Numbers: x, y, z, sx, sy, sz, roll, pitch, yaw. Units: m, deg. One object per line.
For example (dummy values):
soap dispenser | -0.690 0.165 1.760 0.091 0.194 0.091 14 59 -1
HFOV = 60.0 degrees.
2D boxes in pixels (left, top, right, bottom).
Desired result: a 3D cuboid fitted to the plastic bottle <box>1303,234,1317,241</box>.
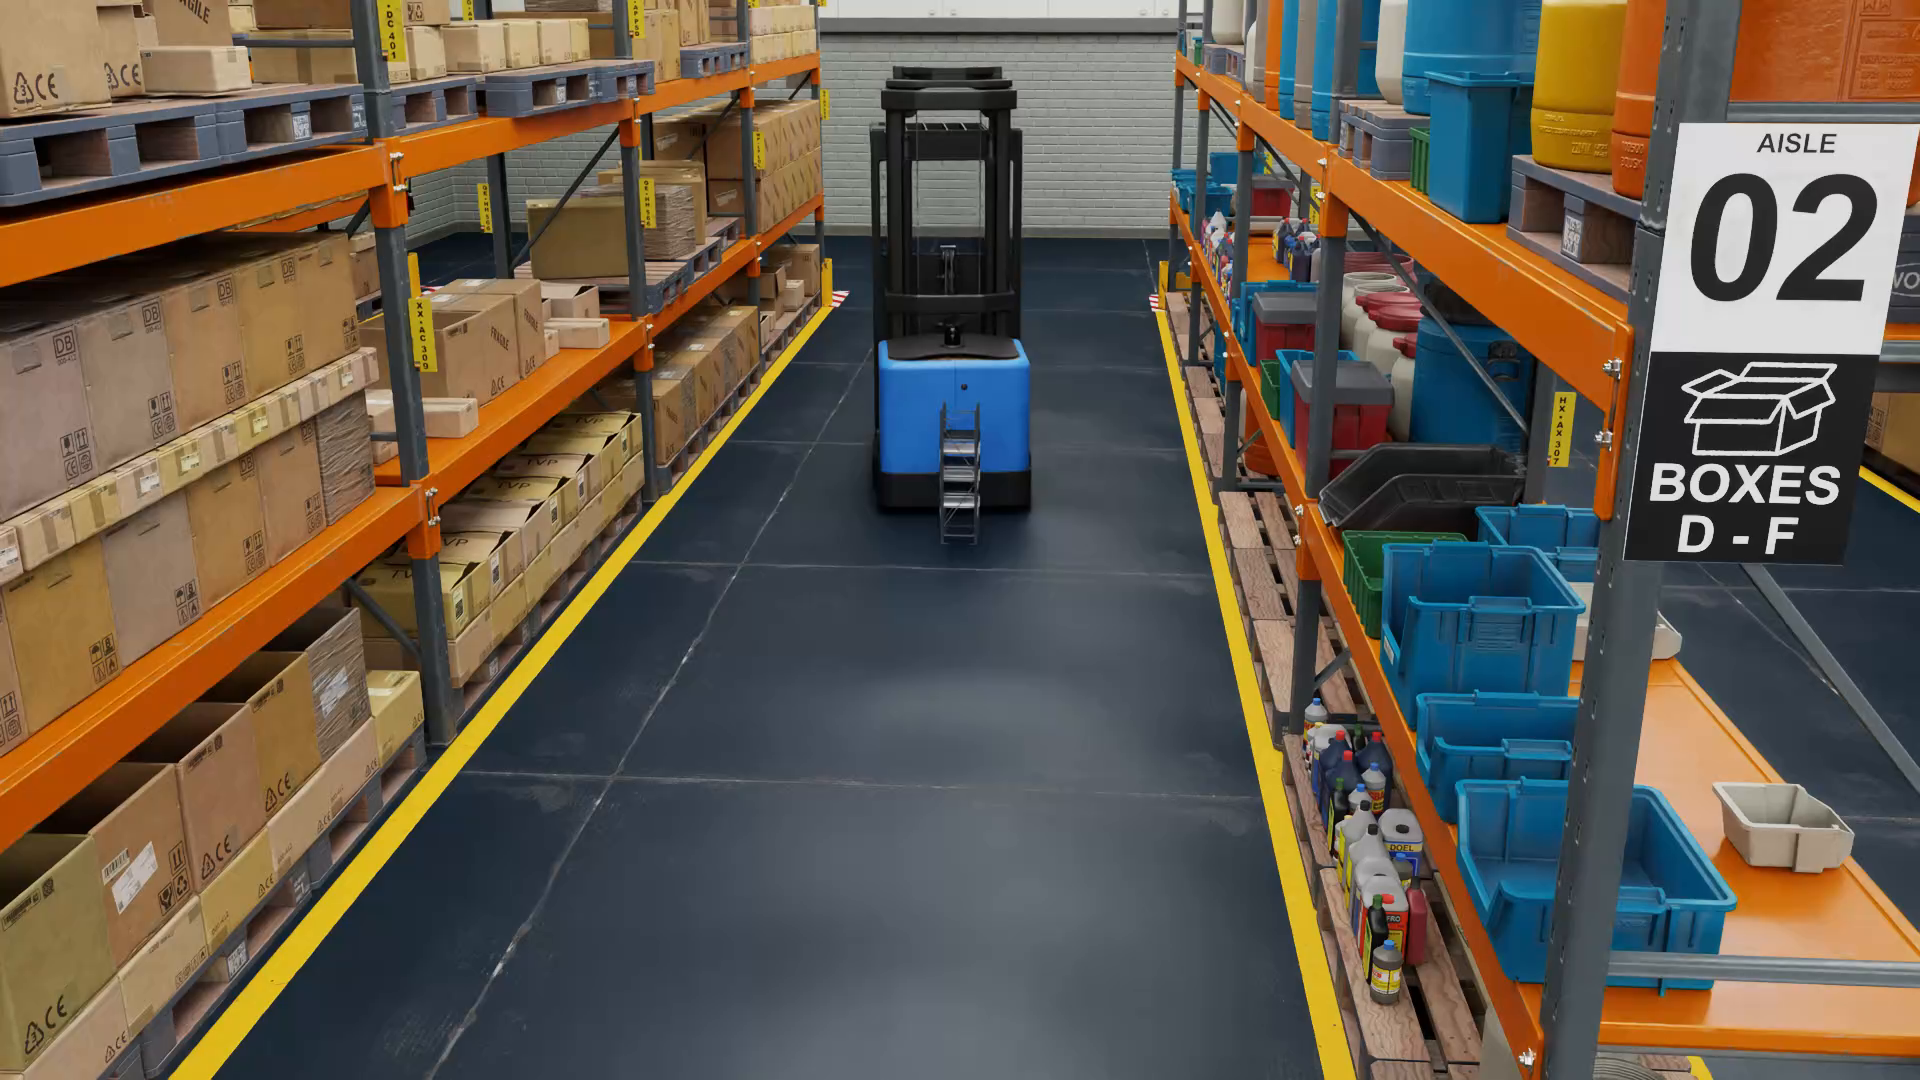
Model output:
plastic bottle | 2.809 -2.339 13.444 0.152 0.276 0.135 1 18 4

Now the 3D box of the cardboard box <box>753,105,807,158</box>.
cardboard box | -1.893 -4.254 17.322 0.500 0.500 0.500 2 18 5

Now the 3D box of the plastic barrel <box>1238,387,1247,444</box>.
plastic barrel | 2.269 -0.944 12.309 0.421 0.512 0.421 0 18 0

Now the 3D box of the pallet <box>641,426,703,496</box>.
pallet | -2.549 -0.615 12.461 1.003 0.211 1.213 1 18 4

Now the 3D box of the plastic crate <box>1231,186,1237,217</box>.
plastic crate | 2.880 -3.282 16.216 0.437 0.282 0.530 1 18 4

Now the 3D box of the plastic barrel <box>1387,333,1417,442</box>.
plastic barrel | 2.300 -0.712 8.060 0.433 0.535 0.433 0 18 0

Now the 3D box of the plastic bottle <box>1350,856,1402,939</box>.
plastic bottle | 1.476 1.272 5.893 0.152 0.276 0.135 1 18 2

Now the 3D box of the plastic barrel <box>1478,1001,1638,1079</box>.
plastic barrel | 1.733 1.508 4.824 0.421 0.512 0.421 0 18 0

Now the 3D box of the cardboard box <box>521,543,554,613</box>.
cardboard box | -2.579 0.201 9.234 0.500 0.250 0.500 1 18 2

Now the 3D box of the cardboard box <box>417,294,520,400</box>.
cardboard box | -2.782 -1.072 9.216 0.500 0.500 0.500 1 18 4

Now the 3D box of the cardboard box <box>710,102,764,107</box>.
cardboard box | -2.392 -4.422 17.834 0.500 0.500 0.500 1 18 4

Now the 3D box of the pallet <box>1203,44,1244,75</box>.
pallet | 2.628 -3.930 13.585 1.213 0.211 1.003 1 18 4

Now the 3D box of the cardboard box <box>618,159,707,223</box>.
cardboard box | -2.611 -3.056 14.598 0.700 0.500 0.500 -5 19 -15

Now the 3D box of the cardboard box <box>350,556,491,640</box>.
cardboard box | -2.649 0.251 8.180 0.500 0.311 0.500 1 18 4

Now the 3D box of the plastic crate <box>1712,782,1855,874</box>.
plastic crate | 2.111 0.742 4.265 0.298 0.136 0.250 1 18 4

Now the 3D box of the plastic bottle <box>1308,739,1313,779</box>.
plastic bottle | 1.538 0.918 7.092 0.097 0.201 0.097 0 18 0

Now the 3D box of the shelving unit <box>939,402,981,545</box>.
shelving unit | 0.001 -0.430 10.791 0.258 0.900 0.210 1 18 4

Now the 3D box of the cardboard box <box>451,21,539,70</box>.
cardboard box | -2.689 -2.780 9.339 0.500 0.250 0.500 1 18 3

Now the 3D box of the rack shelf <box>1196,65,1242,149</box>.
rack shelf | 2.443 -3.302 12.521 1.077 0.370 4.000 1 18 4

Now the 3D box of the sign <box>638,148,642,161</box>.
sign | -2.896 -3.372 15.008 0.100 0.325 0.005 1 18 4

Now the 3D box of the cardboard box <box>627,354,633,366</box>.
cardboard box | -2.770 -1.187 13.035 0.500 0.500 0.500 1 18 2

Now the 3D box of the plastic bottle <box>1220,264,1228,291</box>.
plastic bottle | 1.995 -1.957 12.397 0.097 0.201 0.097 0 18 0

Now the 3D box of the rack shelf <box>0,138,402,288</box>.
rack shelf | -3.071 -0.929 5.279 1.077 0.370 4.000 1 18 4

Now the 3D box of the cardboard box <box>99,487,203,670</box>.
cardboard box | -3.060 0.102 5.632 0.700 0.500 0.500 2 18 6

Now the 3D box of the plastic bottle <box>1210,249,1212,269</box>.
plastic bottle | 2.071 -2.287 13.404 0.097 0.201 0.097 0 18 0

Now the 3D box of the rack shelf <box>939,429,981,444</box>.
rack shelf | 0.001 -0.655 10.717 0.258 0.077 0.200 1 18 4

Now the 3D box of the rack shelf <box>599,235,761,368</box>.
rack shelf | -2.497 -1.988 13.329 1.077 0.370 4.000 1 18 4

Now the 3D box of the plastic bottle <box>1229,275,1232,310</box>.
plastic bottle | 1.920 -1.749 11.630 0.061 0.283 0.133 1 18 4

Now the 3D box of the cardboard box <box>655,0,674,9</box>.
cardboard box | -2.556 -4.102 12.812 0.600 0.600 0.600 1 18 2

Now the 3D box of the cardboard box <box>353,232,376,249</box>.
cardboard box | -6.786 -3.359 18.657 0.380 0.149 0.250 1 18 3

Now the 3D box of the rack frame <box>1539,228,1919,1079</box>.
rack frame | 1.726 0.887 3.398 1.000 3.000 0.127 1 18 4

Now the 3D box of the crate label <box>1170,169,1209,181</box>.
crate label | 2.527 -3.962 18.368 0.416 0.233 0.303 1 18 4

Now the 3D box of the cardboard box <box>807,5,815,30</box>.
cardboard box | -1.850 -5.620 17.878 0.500 0.250 0.500 1 18 4

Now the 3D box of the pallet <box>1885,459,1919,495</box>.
pallet | 7.372 -0.405 11.819 1.003 0.211 1.213 1 18 4

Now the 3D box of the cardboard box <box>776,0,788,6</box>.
cardboard box | -2.137 -5.671 16.829 0.700 0.500 0.500 1 18 4

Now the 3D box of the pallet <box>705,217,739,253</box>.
pallet | -2.520 -2.614 14.393 1.003 0.211 1.213 1 18 4

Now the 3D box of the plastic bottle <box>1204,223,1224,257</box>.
plastic bottle | 2.147 -2.532 14.032 0.152 0.276 0.135 1 18 4

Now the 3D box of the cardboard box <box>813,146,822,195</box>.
cardboard box | -1.828 -4.096 18.446 0.500 0.500 0.500 2 18 6

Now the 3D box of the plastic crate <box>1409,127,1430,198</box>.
plastic crate | 1.628 -1.196 5.278 0.336 0.188 0.450 1 18 4

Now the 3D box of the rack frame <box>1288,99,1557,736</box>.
rack frame | 2.013 -0.355 7.189 1.000 3.000 0.127 1 18 4

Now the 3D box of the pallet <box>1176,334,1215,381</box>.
pallet | 2.601 -1.744 15.906 1.003 0.211 1.213 1 18 4

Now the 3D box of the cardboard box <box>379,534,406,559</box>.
cardboard box | -3.153 0.080 8.703 0.500 0.311 0.500 2 18 5

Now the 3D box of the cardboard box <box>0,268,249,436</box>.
cardboard box | -3.024 -0.680 5.938 0.700 0.500 0.500 1 18 4

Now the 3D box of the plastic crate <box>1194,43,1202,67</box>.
plastic crate | 2.315 -4.303 14.760 0.450 0.188 0.662 1 18 4

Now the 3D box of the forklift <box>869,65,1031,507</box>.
forklift | -0.112 -2.025 12.396 1.130 2.935 3.031 -1 18 -3

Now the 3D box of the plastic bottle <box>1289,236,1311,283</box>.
plastic bottle | 2.607 -2.143 12.725 0.144 0.351 0.185 1 18 4

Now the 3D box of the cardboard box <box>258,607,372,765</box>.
cardboard box | -2.790 0.588 6.849 0.500 0.500 0.500 1 18 4

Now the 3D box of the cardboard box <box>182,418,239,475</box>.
cardboard box | -2.826 -0.339 5.938 0.380 0.149 0.250 2 18 5

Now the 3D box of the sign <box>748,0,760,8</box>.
sign | -1.800 -4.798 14.470 0.100 0.325 0.005 1 18 4

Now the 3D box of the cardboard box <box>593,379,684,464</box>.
cardboard box | -2.323 -0.865 12.054 0.500 0.500 0.500 2 18 6

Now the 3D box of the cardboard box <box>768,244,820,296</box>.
cardboard box | -1.860 -3.041 18.693 0.500 0.500 0.500 1 18 4

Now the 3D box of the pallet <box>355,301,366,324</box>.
pallet | -7.078 -2.350 17.756 1.003 0.211 1.213 1 18 4

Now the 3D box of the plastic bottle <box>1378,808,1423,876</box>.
plastic bottle | 1.647 1.158 6.240 0.152 0.276 0.135 1 18 4
